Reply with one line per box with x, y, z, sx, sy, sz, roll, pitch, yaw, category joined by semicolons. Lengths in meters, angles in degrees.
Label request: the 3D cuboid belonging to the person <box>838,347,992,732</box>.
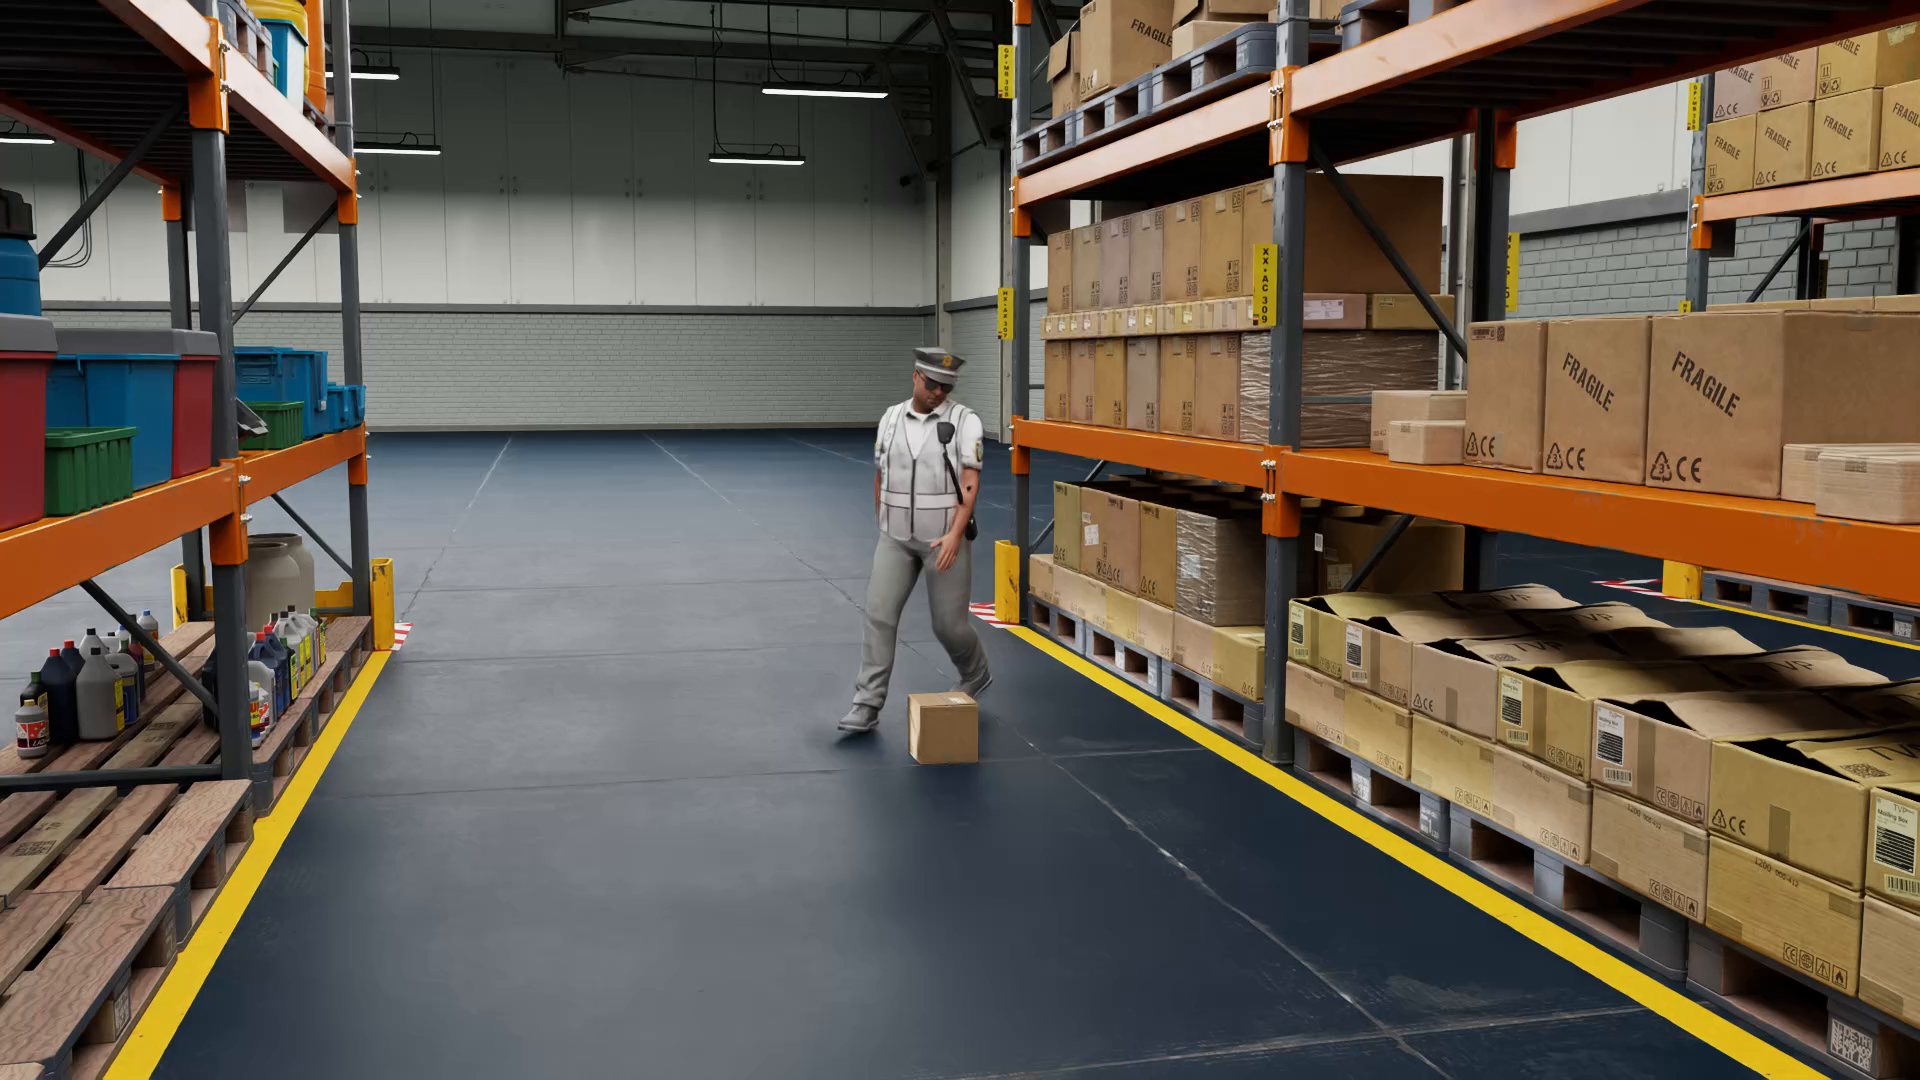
-0.180;-0.014;7.554;0.580;1.709;0.783;2;6;17;person
